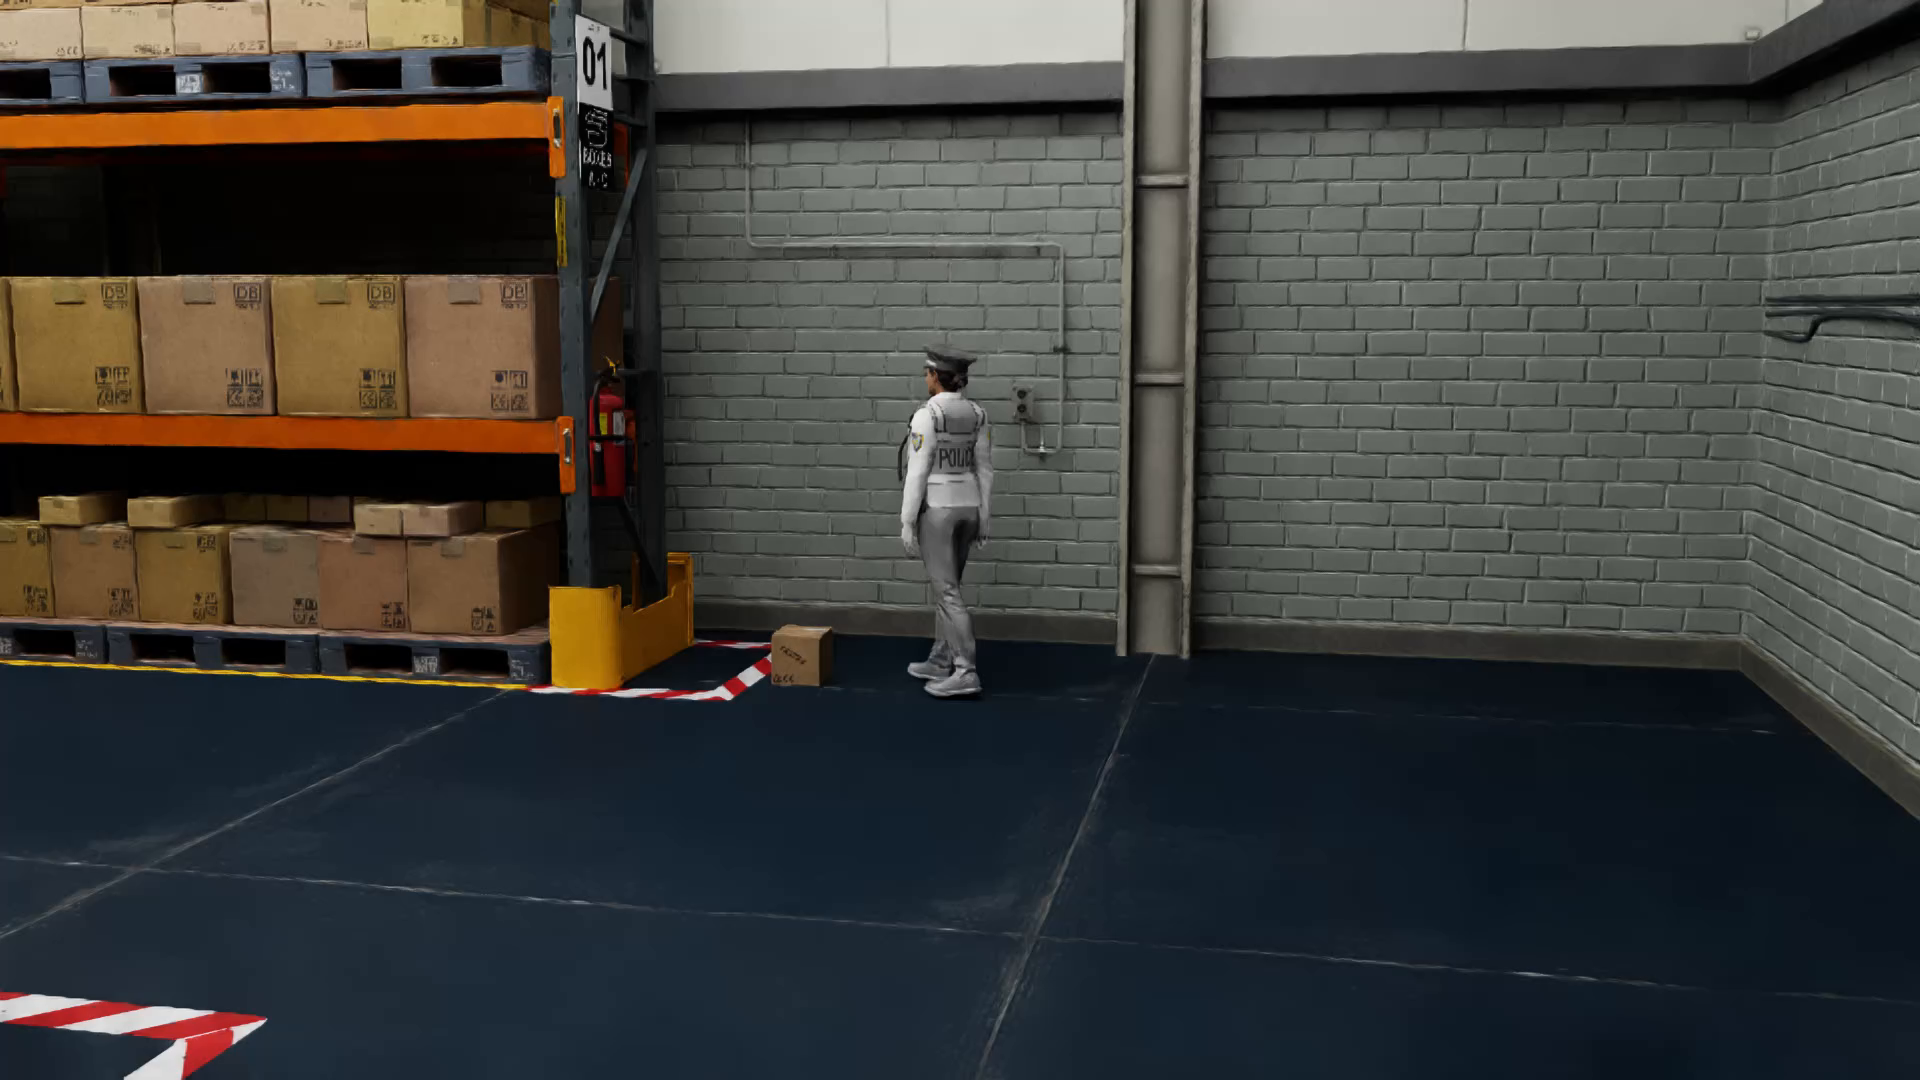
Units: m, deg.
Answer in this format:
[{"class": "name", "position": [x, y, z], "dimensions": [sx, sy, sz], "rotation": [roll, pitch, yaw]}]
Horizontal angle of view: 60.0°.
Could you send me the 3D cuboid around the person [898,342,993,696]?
[{"class": "person", "position": [-0.118, -0.110, 7.972], "dimensions": [0.613, 1.669, 0.502], "rotation": [7, 11, 40]}]
